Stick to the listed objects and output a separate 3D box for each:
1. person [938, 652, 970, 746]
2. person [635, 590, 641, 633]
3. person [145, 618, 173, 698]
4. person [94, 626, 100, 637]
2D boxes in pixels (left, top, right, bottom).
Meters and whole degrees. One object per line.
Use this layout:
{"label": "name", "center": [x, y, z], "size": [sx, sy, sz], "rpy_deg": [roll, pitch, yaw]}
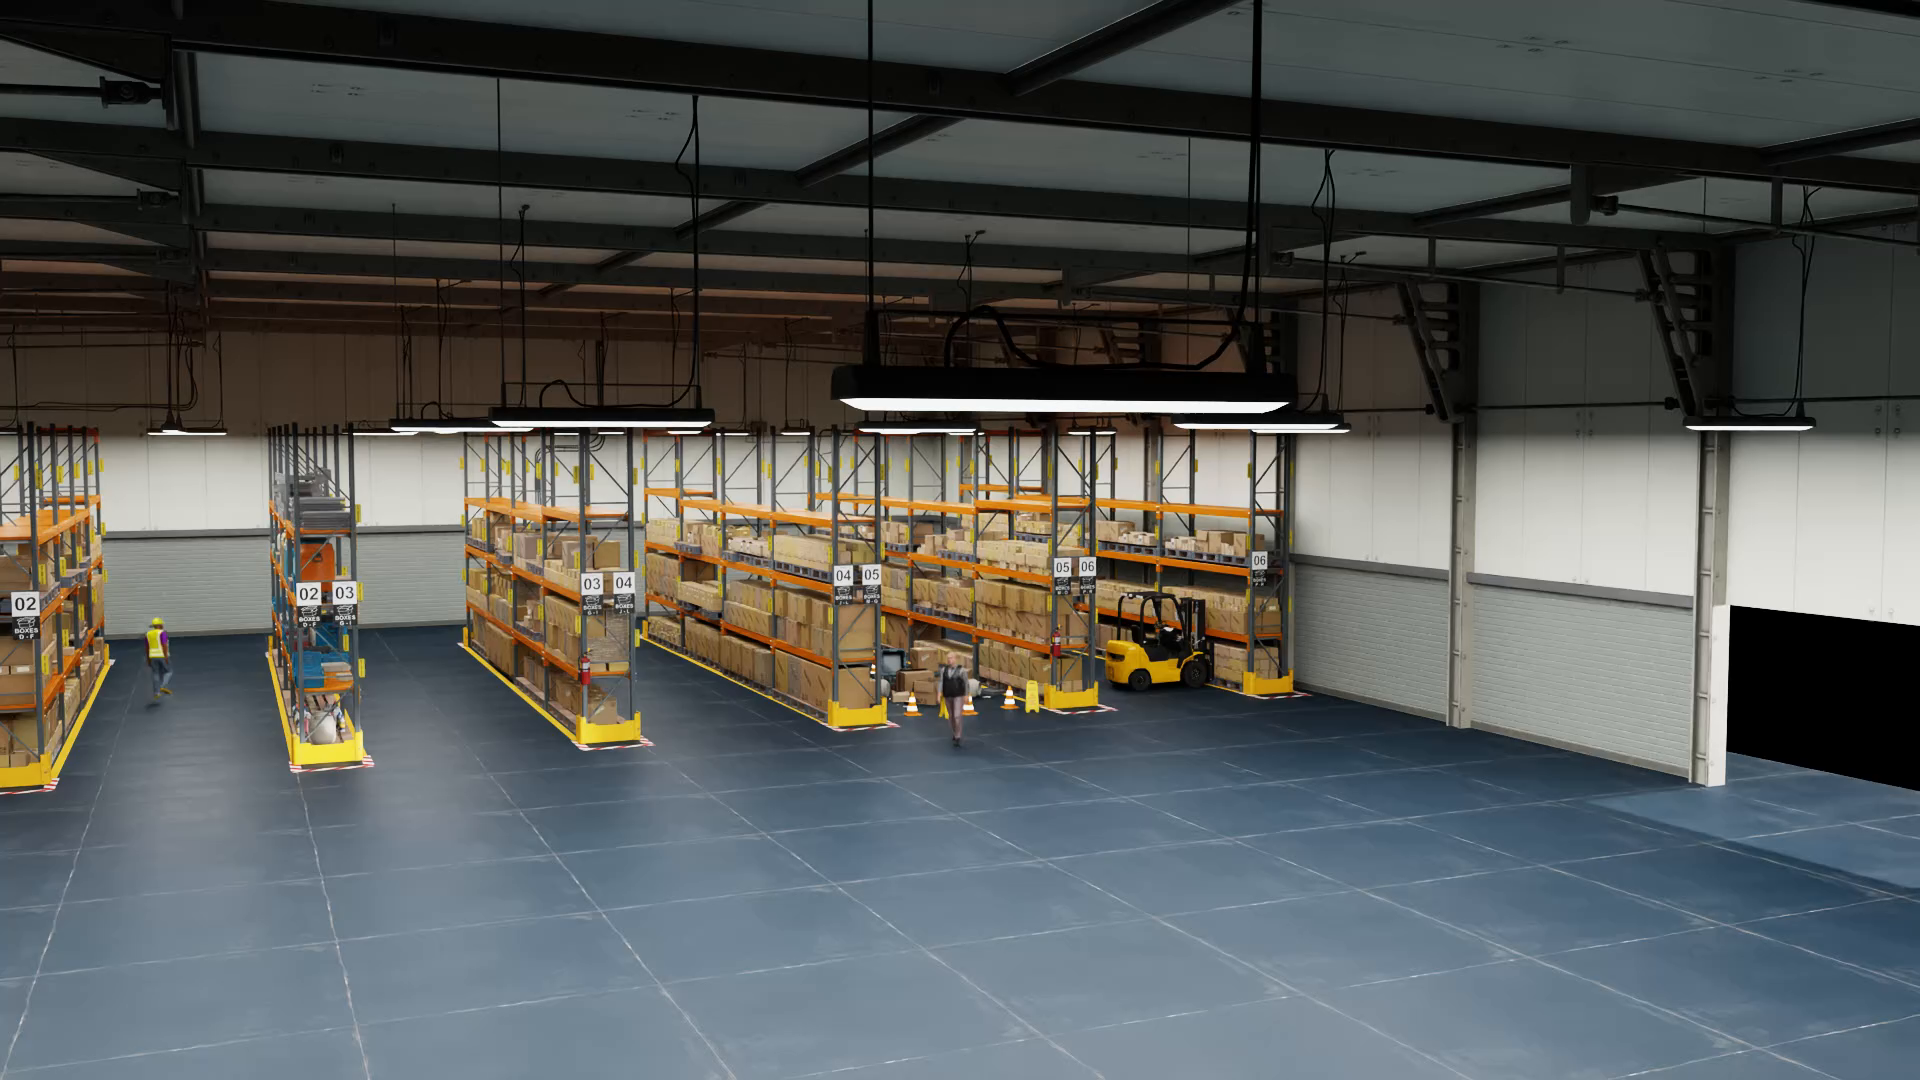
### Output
{"label": "person", "center": [-0.117, 2.954, 31.142], "size": [0.629, 1.695, 0.838], "rpy_deg": [2, 4, 30]}
{"label": "person", "center": [-9.724, 1.851, 48.952], "size": [0.530, 1.818, 0.625], "rpy_deg": [-3, 4, -38]}
{"label": "person", "center": [-17.670, 2.591, 36.646], "size": [0.590, 1.739, 0.493], "rpy_deg": [0, 4, -6]}
{"label": "person", "center": [-23.528, 2.166, 45.176], "size": [0.709, 1.570, 0.422], "rpy_deg": [1, 4, 10]}
